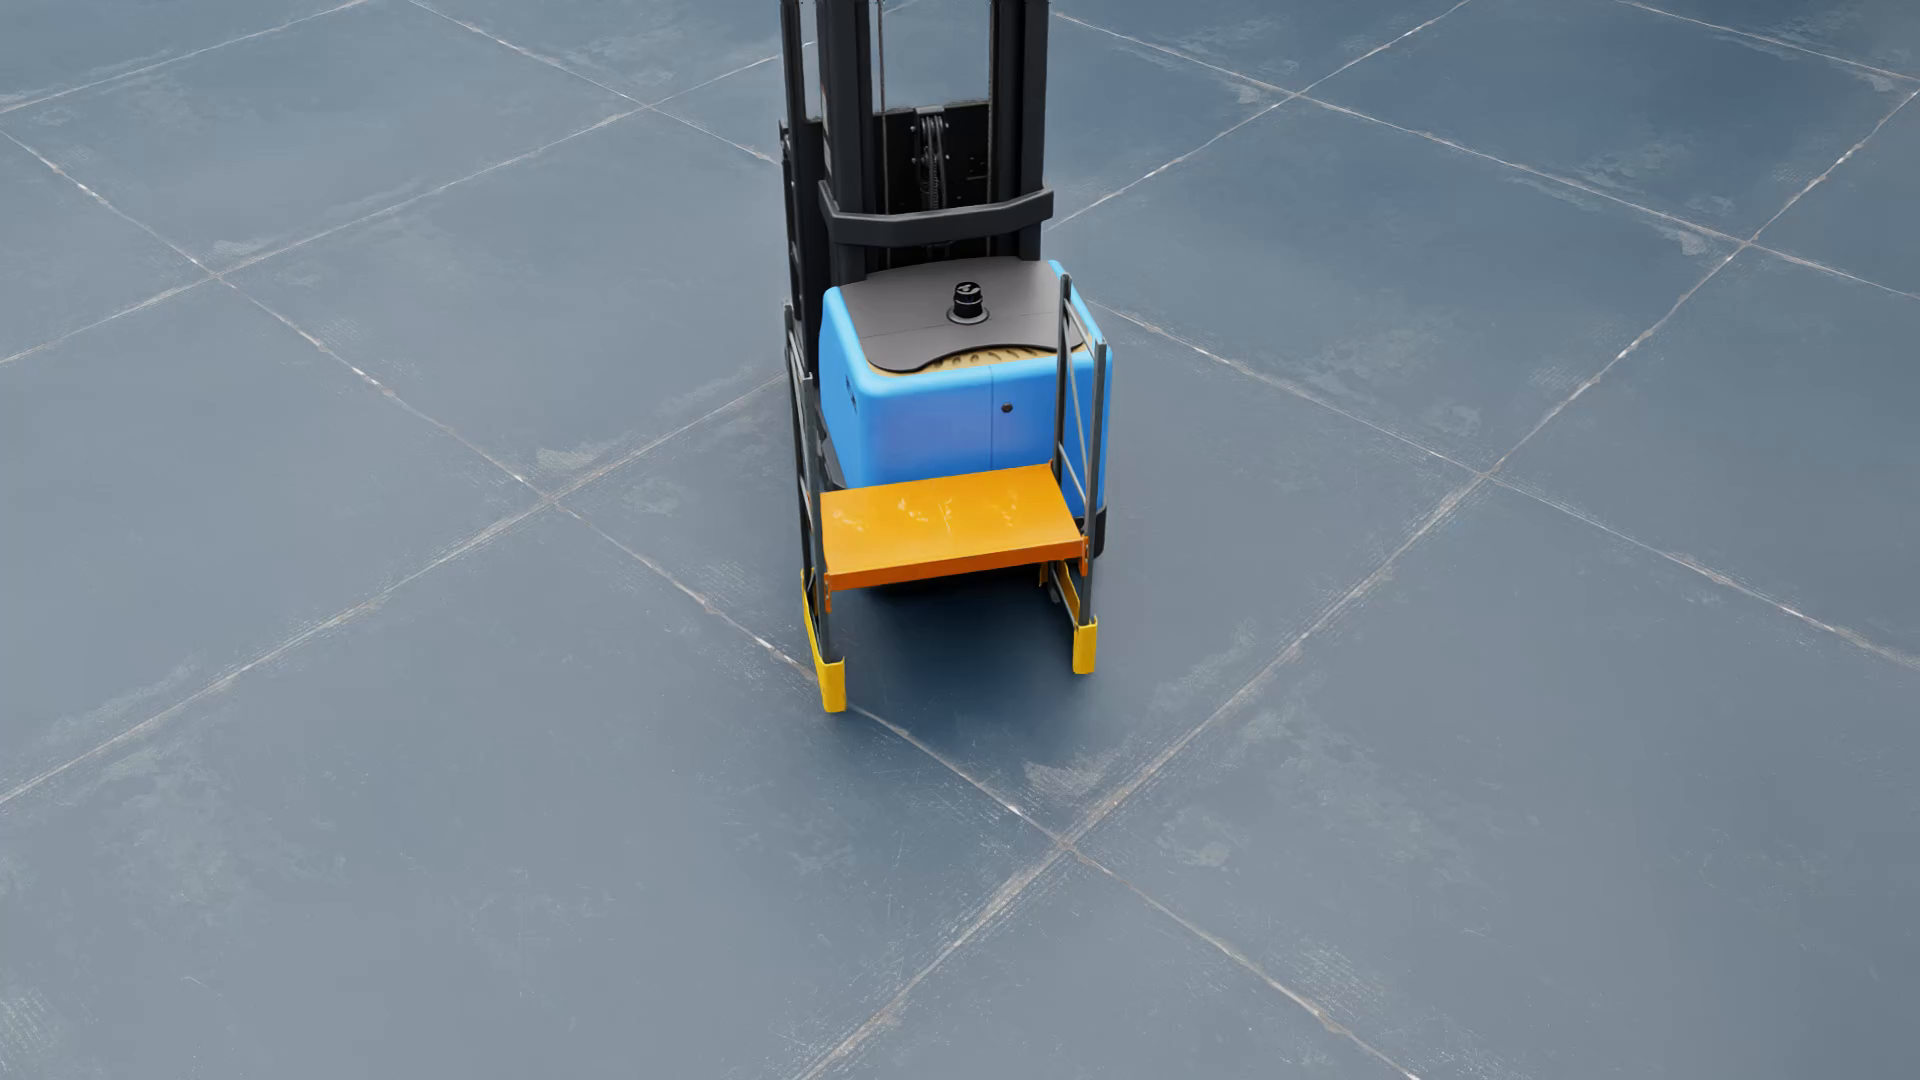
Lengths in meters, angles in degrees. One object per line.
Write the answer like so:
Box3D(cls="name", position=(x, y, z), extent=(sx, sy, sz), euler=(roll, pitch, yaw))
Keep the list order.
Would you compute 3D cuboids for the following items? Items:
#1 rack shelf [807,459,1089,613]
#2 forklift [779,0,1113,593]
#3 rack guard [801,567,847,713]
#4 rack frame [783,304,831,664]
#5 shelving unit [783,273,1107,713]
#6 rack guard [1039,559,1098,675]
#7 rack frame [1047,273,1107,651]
Box3D(cls="rack shelf", position=(-0.061, -0.025, 6.366), extent=(1.000, 0.185, 0.538), euler=(-8, 39, -10))
Box3D(cls="forklift", position=(-0.239, -1.851, 7.223), extent=(1.130, 2.935, 3.031), euler=(-9, 39, -11))
Box3D(cls="rack guard", position=(-0.539, 0.389, 6.560), extent=(0.087, 0.250, 0.587), euler=(-8, 39, -10))
Box3D(cls="rack frame", position=(-0.557, -0.098, 6.168), extent=(0.032, 1.500, 0.500), euler=(-8, 39, -10))
Box3D(cls="shelving unit", position=(-0.052, -0.167, 6.255), extent=(1.083, 1.500, 0.587), euler=(-8, 39, -10))
Box3D(cls="rack guard", position=(0.434, 0.255, 6.729), extent=(0.087, 0.250, 0.587), euler=(-8, 39, -10))
Box3D(cls="rack frame", position=(0.435, -0.234, 6.340), extent=(0.032, 1.500, 0.500), euler=(-8, 39, -10))
